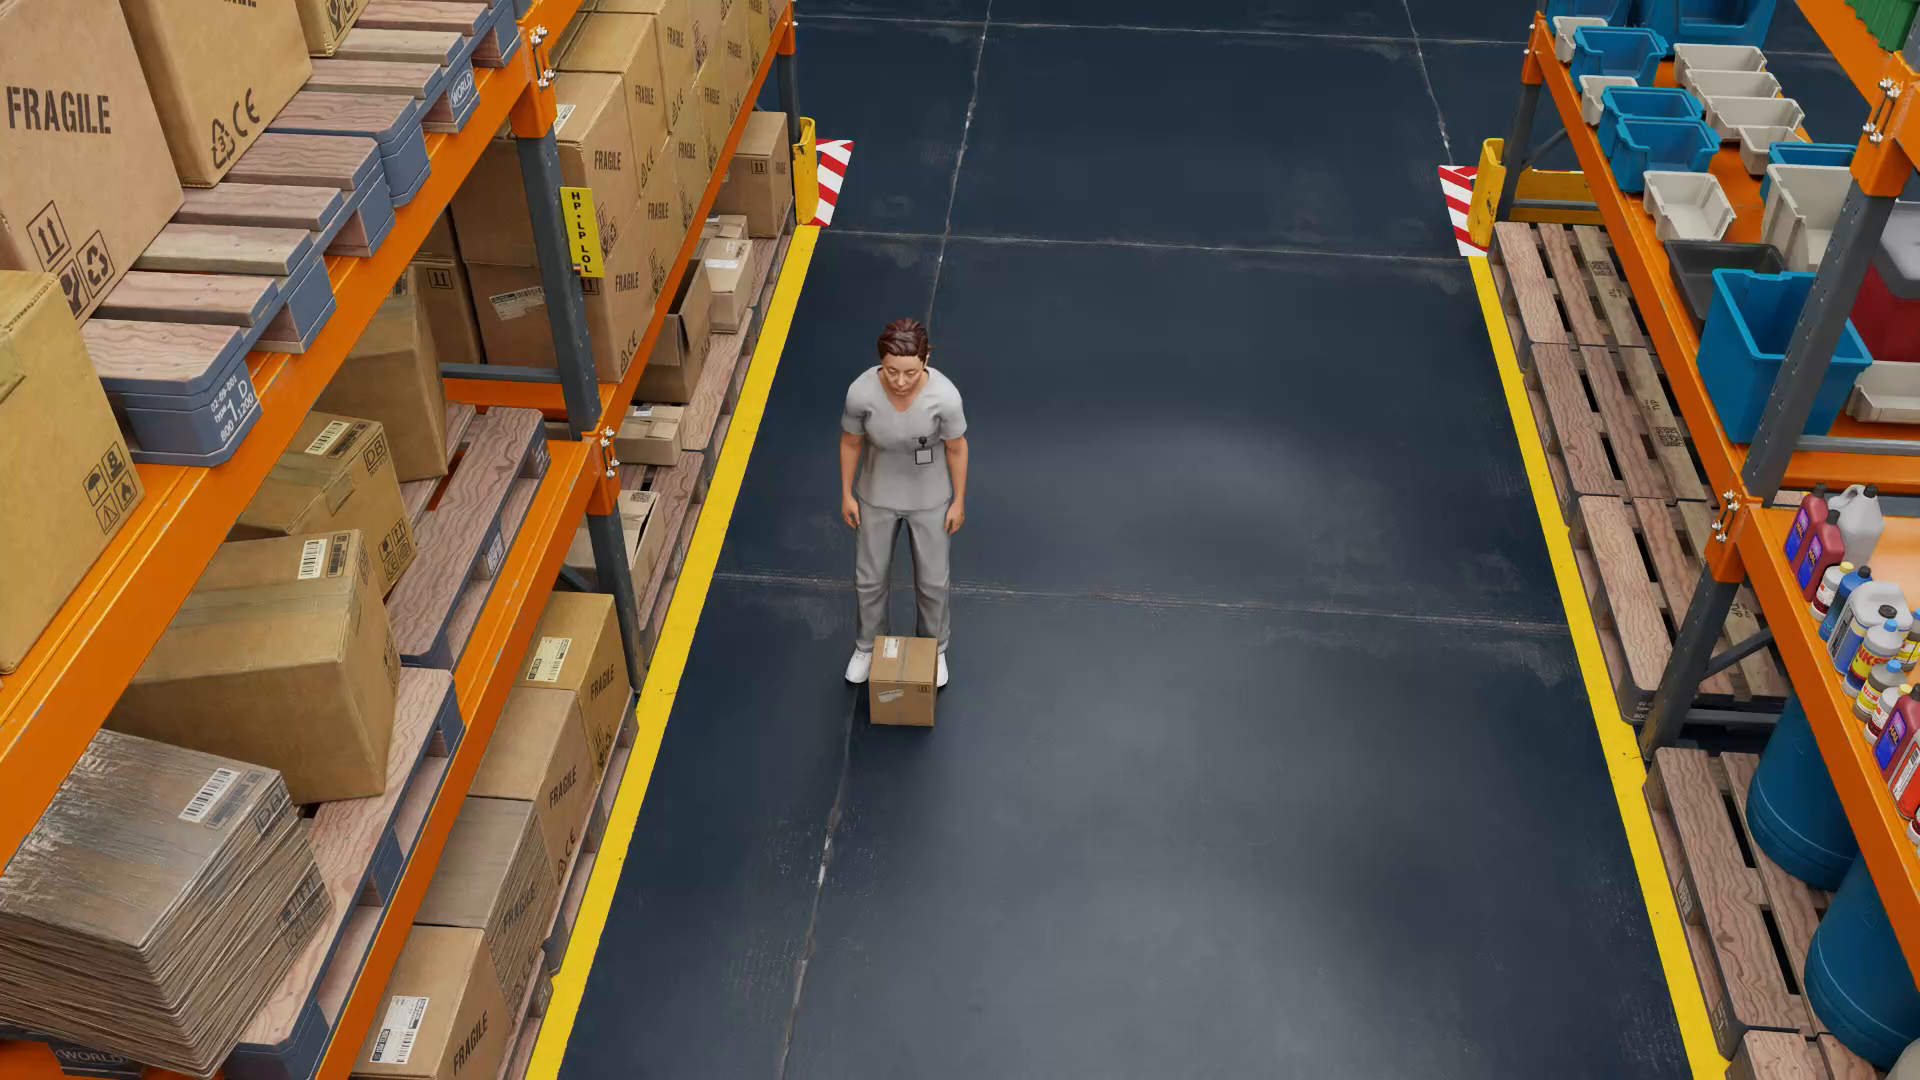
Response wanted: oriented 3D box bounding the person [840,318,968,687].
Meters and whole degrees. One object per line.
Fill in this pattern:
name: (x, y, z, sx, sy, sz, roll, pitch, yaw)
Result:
person: (-0.215, -0.145, 6.330, 0.485, 1.672, 0.361, 3, 40, 3)
